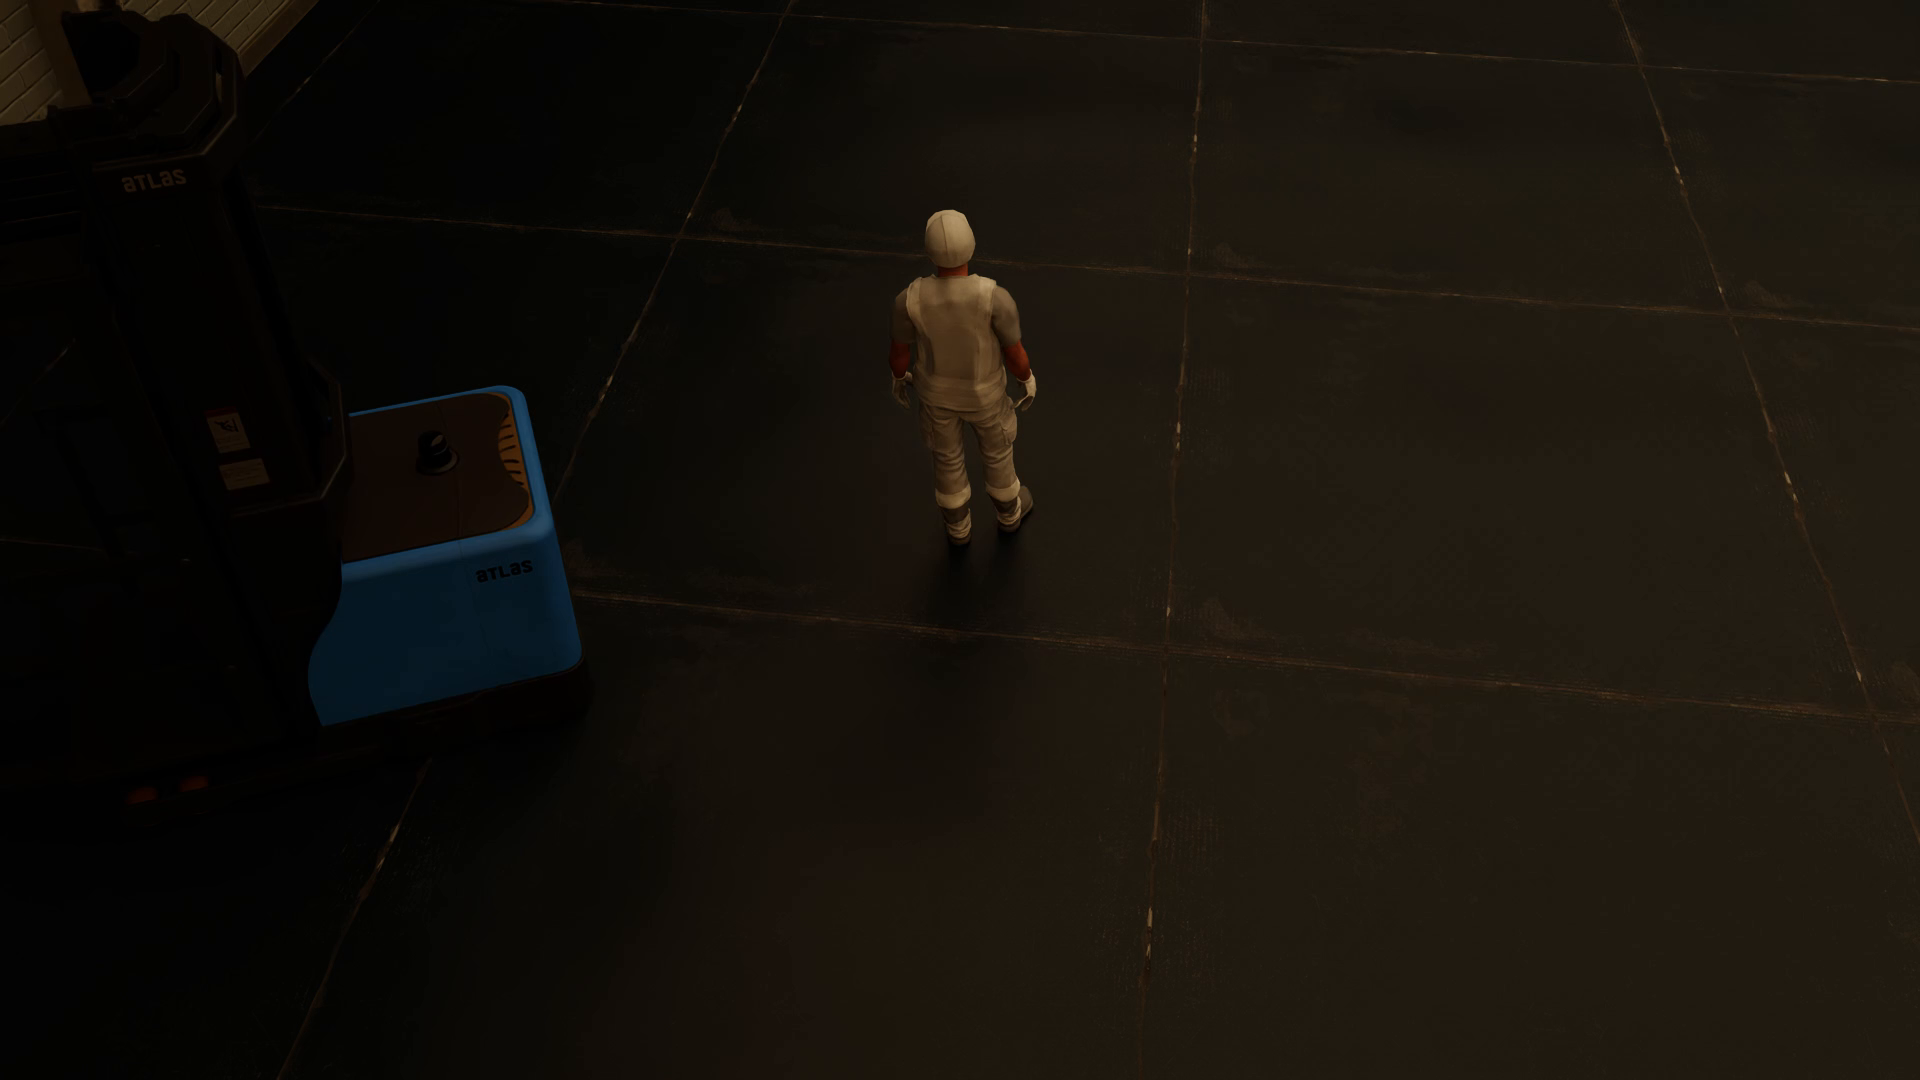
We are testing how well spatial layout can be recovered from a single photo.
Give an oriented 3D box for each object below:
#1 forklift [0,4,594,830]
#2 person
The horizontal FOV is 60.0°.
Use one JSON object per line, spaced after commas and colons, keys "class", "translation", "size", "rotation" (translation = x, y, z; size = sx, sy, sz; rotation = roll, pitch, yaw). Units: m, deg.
{"class": "forklift", "translation": [-3.132, -0.337, 6.091], "size": [3.031, 2.935, 1.130], "rotation": [-13, 44, -13]}
{"class": "person", "translation": [0.023, -0.717, 7.338], "size": [0.638, 1.788, 0.563], "rotation": [5, 43, 6]}
